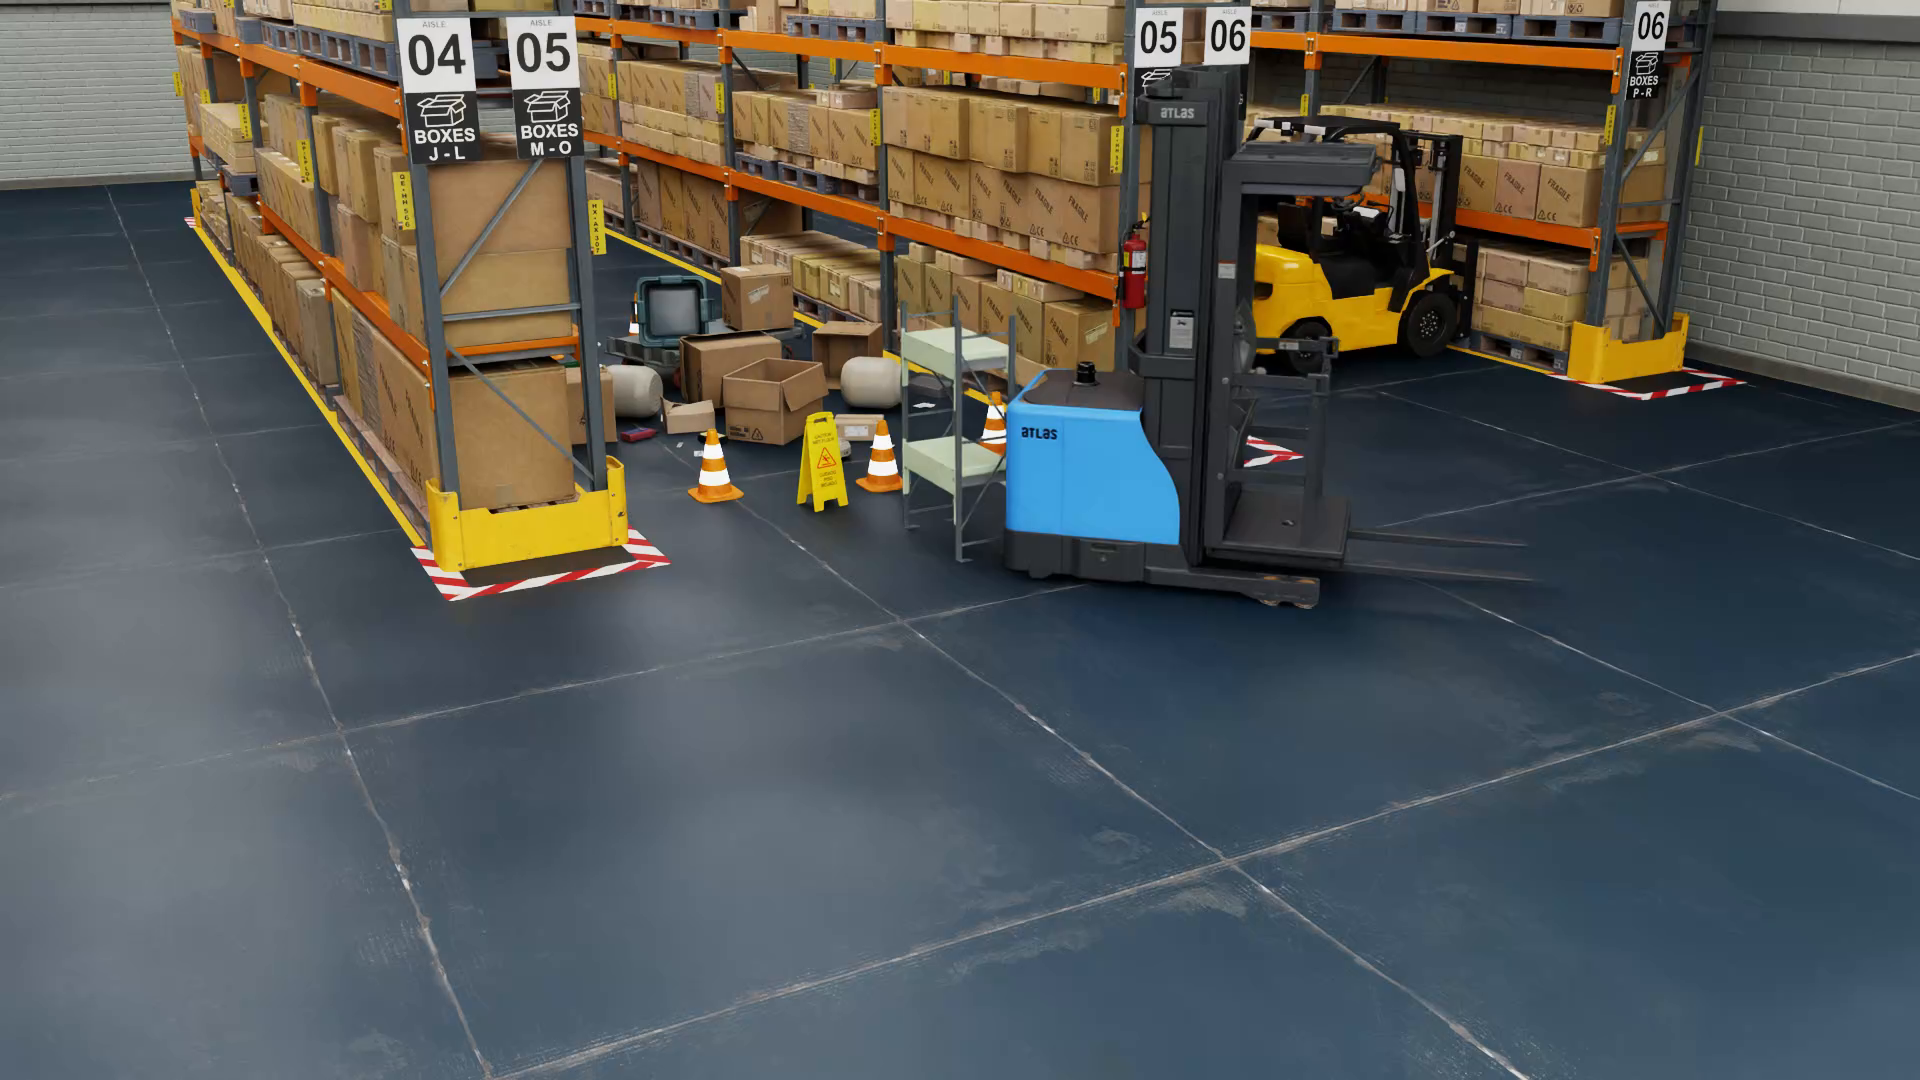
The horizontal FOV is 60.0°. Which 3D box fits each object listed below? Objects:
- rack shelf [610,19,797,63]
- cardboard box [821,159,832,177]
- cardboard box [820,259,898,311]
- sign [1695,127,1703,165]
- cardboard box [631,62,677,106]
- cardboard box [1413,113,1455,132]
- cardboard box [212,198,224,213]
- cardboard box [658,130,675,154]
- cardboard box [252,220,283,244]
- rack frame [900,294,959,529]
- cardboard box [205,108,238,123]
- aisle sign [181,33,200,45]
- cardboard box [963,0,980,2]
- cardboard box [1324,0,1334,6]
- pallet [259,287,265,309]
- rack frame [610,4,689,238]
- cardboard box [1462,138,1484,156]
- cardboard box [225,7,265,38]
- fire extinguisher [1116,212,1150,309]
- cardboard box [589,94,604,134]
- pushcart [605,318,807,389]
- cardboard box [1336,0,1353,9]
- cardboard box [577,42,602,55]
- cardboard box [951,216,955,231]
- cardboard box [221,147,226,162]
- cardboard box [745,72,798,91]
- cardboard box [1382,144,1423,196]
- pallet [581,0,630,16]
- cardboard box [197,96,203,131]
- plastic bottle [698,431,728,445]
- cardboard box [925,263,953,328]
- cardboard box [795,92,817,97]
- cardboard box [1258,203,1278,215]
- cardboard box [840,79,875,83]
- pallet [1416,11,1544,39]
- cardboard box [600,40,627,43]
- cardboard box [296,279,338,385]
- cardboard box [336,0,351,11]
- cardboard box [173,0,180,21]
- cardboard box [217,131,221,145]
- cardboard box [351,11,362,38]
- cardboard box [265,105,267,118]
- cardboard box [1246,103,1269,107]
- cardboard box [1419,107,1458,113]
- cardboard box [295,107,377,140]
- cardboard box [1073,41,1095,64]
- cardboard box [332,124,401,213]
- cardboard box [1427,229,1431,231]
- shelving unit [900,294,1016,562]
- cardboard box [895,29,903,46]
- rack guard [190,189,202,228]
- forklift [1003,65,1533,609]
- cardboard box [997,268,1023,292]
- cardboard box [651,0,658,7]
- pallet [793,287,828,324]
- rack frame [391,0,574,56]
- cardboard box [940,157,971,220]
[{"bbox_3d":[-3.135,-6.107,20.235,1.077,0.370,4.000,-10,21,-27],"label":"rack shelf"},{"bbox_3d":[-1.161,-3.711,16.528,0.380,0.149,0.250,-10,21,-26],"label":"cardboard box"},{"bbox_3d":[-0.881,-2.619,17.007,0.950,0.372,0.625,-9,21,-23],"label":"cardboard box"},{"bbox_3d":[6.472,-3.459,14.608,0.100,0.325,0.005,-10,21,-27],"label":"sign"},{"bbox_3d":[-3.863,-5.810,21.185,0.500,0.500,0.500,-10,21,-27],"label":"cardboard box"},{"bbox_3d":[4.653,-4.076,16.241,0.380,0.149,0.250,-10,21,-27],"label":"cardboard box"},{"bbox_3d":[-9.336,-4.289,21.276,0.380,0.149,0.250,-11,22,-29],"label":"cardboard box"},{"bbox_3d":[-3.402,-4.922,20.527,0.500,0.250,0.500,-10,22,-28],"label":"cardboard box"},{"bbox_3d":[-7.049,-3.186,17.305,0.500,0.250,0.500,-11,22,-28],"label":"cardboard box"},{"bbox_3d":[-0.190,-0.816,10.696,0.400,1.500,0.023,-10,21,-26],"label":"rack frame"},{"bbox_3d":[-8.237,-4.759,18.653,0.380,0.149,0.250,-10,22,-27],"label":"cardboard box"},{"bbox_3d":[-10.591,-7.159,22.794,0.394,0.787,0.004,-10,21,-27],"label":"aisle sign"},{"bbox_3d":[0.243,-4.476,13.569,0.380,0.149,0.250,-10,22,-27],"label":"cardboard box"},{"bbox_3d":[3.851,-5.895,18.107,0.380,0.149,0.250,-10,21,-27],"label":"cardboard box"},{"bbox_3d":[-6.863,-2.565,17.742,1.003,0.211,1.213,-10,21,-27],"label":"pallet"},{"bbox_3d":[-4.085,-5.603,22.270,1.000,3.000,0.127,-10,21,-27],"label":"rack frame"},{"bbox_3d":[4.938,-3.703,15.615,0.380,0.149,0.250,-10,21,-26],"label":"cardboard box"},{"bbox_3d":[-6.988,-5.249,16.492,0.500,0.500,0.500,-10,21,-27],"label":"cardboard box"},{"bbox_3d":[1.263,-2.017,11.998,0.296,0.674,0.183,-10,21,-27],"label":"fire extinguisher"},{"bbox_3d":[-4.779,-5.891,22.951,0.500,0.500,0.500,-11,22,-28],"label":"cardboard box"},{"bbox_3d":[-2.268,-1.699,14.978,0.936,0.377,1.648,16,25,39],"label":"pushcart"},{"bbox_3d":[4.027,-5.445,16.803,0.380,0.149,0.250,-9,21,-26],"label":"cardboard box"},{"bbox_3d":[-5.192,-6.914,23.388,0.380,0.149,0.250,-10,21,-27],"label":"cardboard box"},{"bbox_3d":[0.141,-2.763,14.427,0.380,0.149,0.250,-10,21,-27],"label":"cardboard box"},{"bbox_3d":[-7.615,-4.104,17.666,0.380,0.149,0.250,-11,22,-29],"label":"cardboard box"},{"bbox_3d":[-2.204,-5.154,19.283,0.500,0.500,0.500,-11,22,-28],"label":"cardboard box"},{"bbox_3d":[4.565,-3.664,16.497,0.500,0.500,0.500,-10,22,-27],"label":"cardboard box"},{"bbox_3d":[-4.464,-7.215,22.481,1.003,0.211,1.213,-10,21,-27],"label":"pallet"},{"bbox_3d":[-9.117,-5.239,20.608,0.500,0.500,0.500,-11,22,-28],"label":"cardboard box"},{"bbox_3d":[-1.927,-0.788,12.822,0.283,0.061,0.133,16,25,39],"label":"plastic bottle"},{"bbox_3d":[0.021,-2.197,14.820,0.500,0.500,0.500,-9,21,-24],"label":"cardboard box"},{"bbox_3d":[-1.469,-4.607,18.131,0.500,0.500,0.500,-10,22,-28],"label":"cardboard box"},{"bbox_3d":[3.462,-3.524,19.243,0.875,0.625,0.625,-10,22,-27],"label":"cardboard box"},{"bbox_3d":[-1.639,-7.419,27.307,0.500,0.250,0.500,-10,21,-26],"label":"cardboard box"},{"bbox_3d":[5.084,-4.862,15.660,1.003,0.211,1.213,-10,21,-27],"label":"pallet"},{"bbox_3d":[-4.983,-7.148,24.067,0.380,0.149,0.250,-9,21,-25],"label":"cardboard box"},{"bbox_3d":[-4.968,-1.810,14.083,1.050,0.750,0.750,-10,21,-27],"label":"cardboard box"},{"bbox_3d":[-3.647,-3.481,10.499,0.500,0.250,0.500,-10,21,-27],"label":"cardboard box"},{"bbox_3d":[-10.058,-6.982,21.899,0.500,0.250,0.500,-9,21,-25],"label":"cardboard box"},{"bbox_3d":[-7.743,-4.321,17.839,0.380,0.149,0.250,-9,21,-25],"label":"cardboard box"},{"bbox_3d":[-3.512,-3.169,10.206,0.380,0.149,0.250,-10,21,-26],"label":"cardboard box"},{"bbox_3d":[-7.781,-4.932,19.154,0.380,0.149,0.250,-11,22,-28],"label":"cardboard box"},{"bbox_3d":[3.420,-5.009,19.402,0.380,0.149,0.250,-10,21,-26],"label":"cardboard box"},{"bbox_3d":[4.892,-4.311,16.924,0.380,0.149,0.250,-10,22,-28],"label":"cardboard box"},{"bbox_3d":[-5.321,-3.465,14.387,0.700,0.500,0.500,-10,21,-26],"label":"cardboard box"},{"bbox_3d":[1.051,-3.583,12.202,0.380,0.149,0.250,-10,21,-26],"label":"cardboard box"},{"bbox_3d":[-3.950,-2.665,11.870,0.875,0.550,0.550,-10,21,-27],"label":"cardboard box"},{"bbox_3d":[4.515,-2.971,16.681,0.500,0.250,0.500,-9,21,-25],"label":"cardboard box"},{"bbox_3d":[-0.019,-0.710,10.391,0.431,1.500,0.755,-10,21,-26],"label":"shelving unit"},{"bbox_3d":[-0.354,-4.477,14.793,0.380,0.149,0.250,-10,22,-27],"label":"cardboard box"},{"bbox_3d":[-10.256,-4.752,23.636,1.175,0.500,0.348,-10,21,-27],"label":"rack guard"},{"bbox_3d":[1.832,-1.185,9.573,3.031,2.935,1.130,5,20,14],"label":"forklift"},{"bbox_3d":[0.530,-2.151,13.694,0.380,0.149,0.250,-9,21,-24],"label":"cardboard box"},{"bbox_3d":[-3.525,-6.577,20.057,0.396,0.266,0.258,-8,21,-22],"label":"cardboard box"},{"bbox_3d":[-1.240,-2.562,17.733,1.003,0.211,1.213,-10,21,-27],"label":"pallet"},{"bbox_3d":[-2.695,-4.198,9.003,1.000,3.000,0.127,-10,21,-27],"label":"rack frame"},{"bbox_3d":[0.164,-3.038,14.228,0.500,0.500,0.500,-10,21,-27],"label":"cardboard box"}]
